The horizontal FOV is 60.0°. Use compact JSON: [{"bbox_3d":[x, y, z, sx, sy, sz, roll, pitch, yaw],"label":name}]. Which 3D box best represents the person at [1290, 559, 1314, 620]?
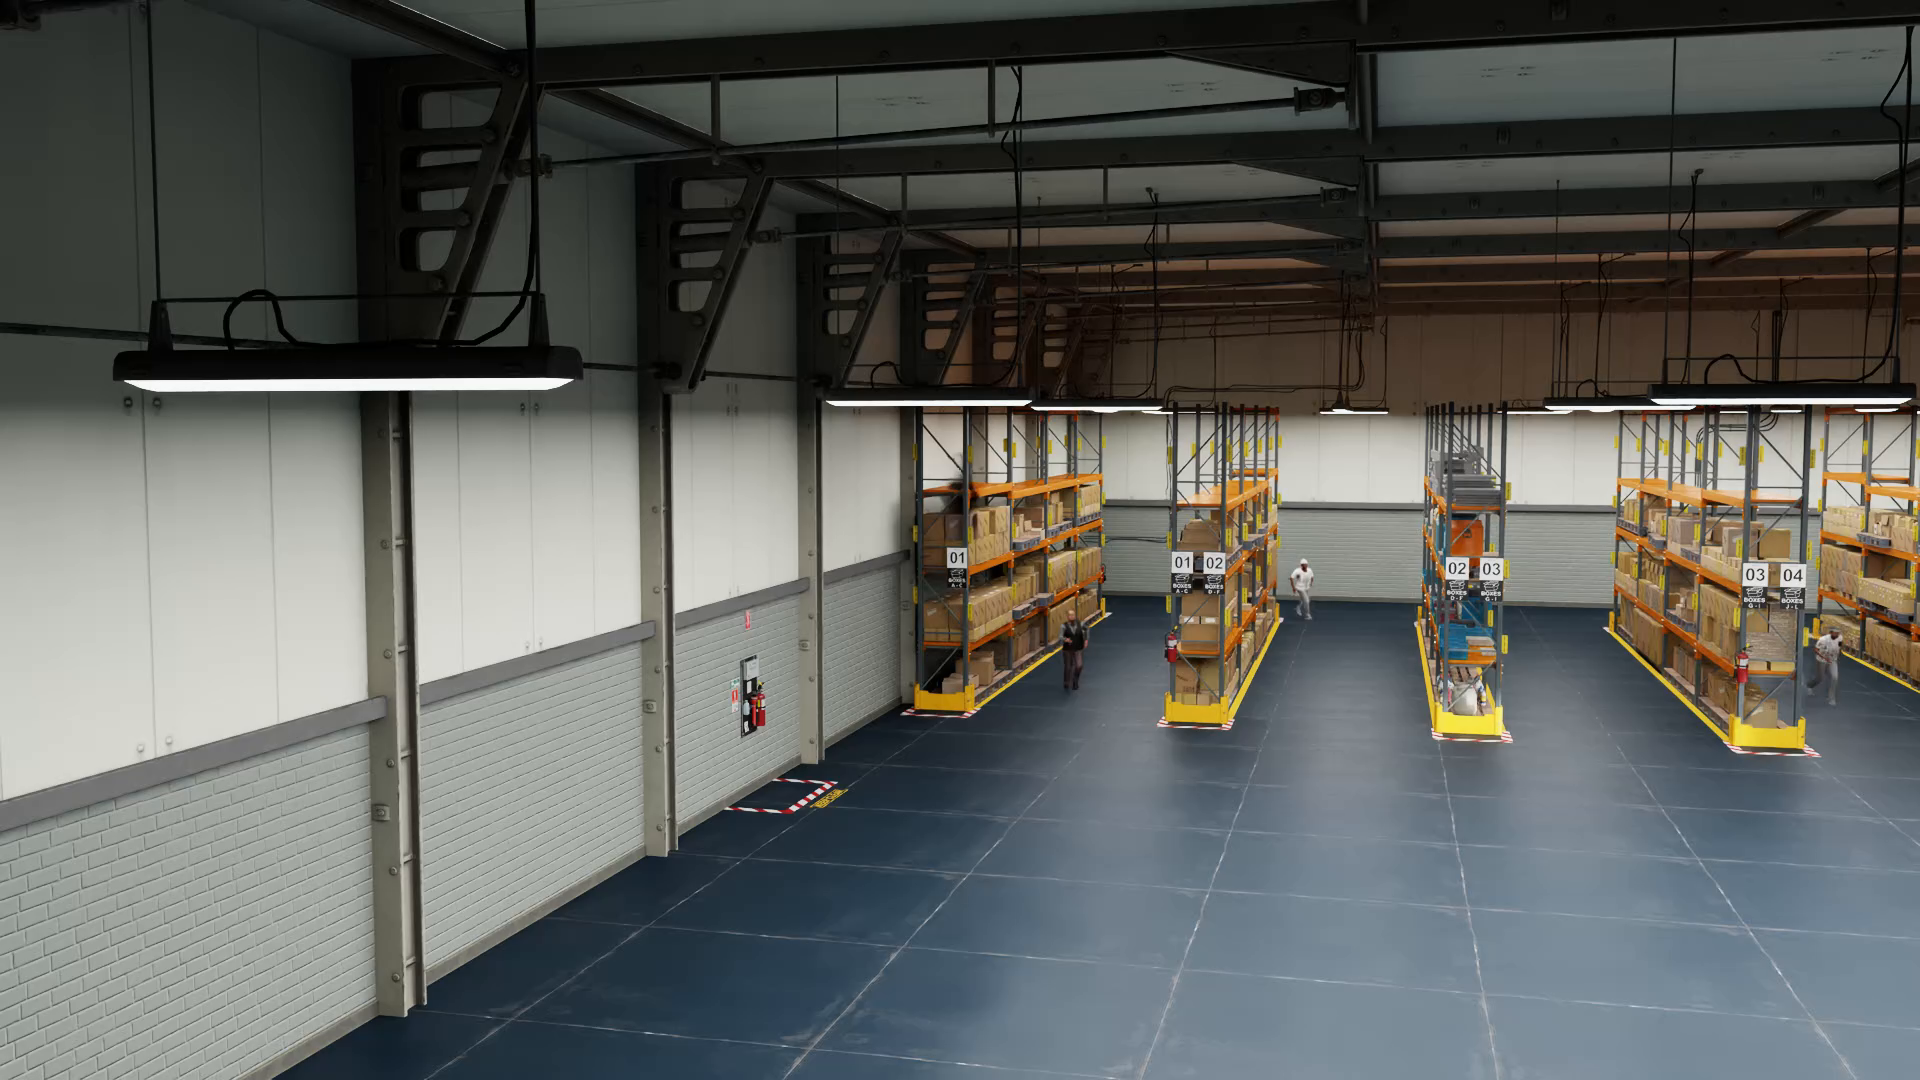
[{"bbox_3d":[9.671,1.388,47.147,0.709,1.731,0.759,-3,5,-31],"label":"person"}]

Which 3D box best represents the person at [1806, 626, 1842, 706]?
[{"bbox_3d":[17.380,2.480,33.440,0.614,1.631,0.978,-1,4,-8],"label":"person"}]

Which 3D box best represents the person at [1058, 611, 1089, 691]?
[{"bbox_3d":[2.368,2.305,34.602,0.674,1.687,0.838,0,4,0],"label":"person"}]
